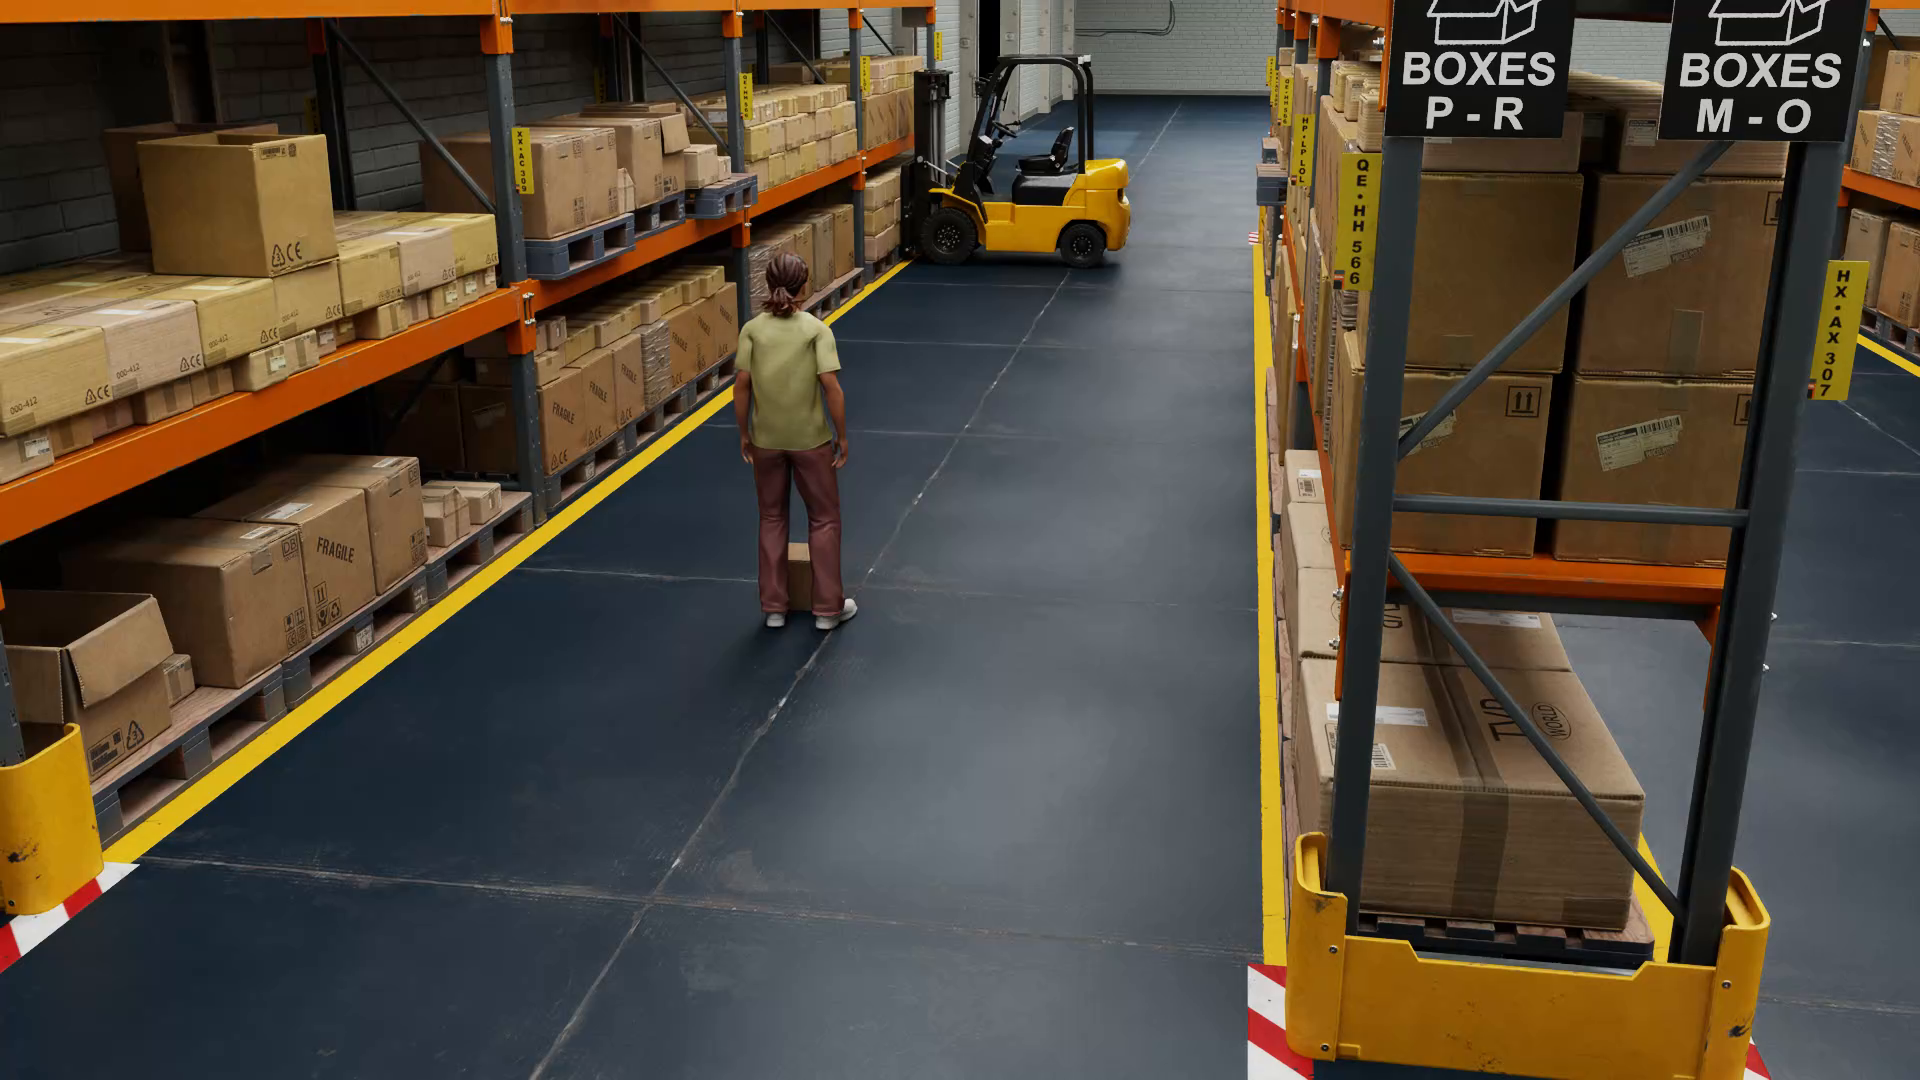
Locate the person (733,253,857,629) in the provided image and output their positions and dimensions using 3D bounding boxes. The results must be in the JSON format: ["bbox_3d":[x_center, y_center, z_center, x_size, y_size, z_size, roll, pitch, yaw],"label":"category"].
[{"bbox_3d":[-0.739,-0.427,7.372,0.499,1.673,0.357,3,18,9],"label":"person"}]
